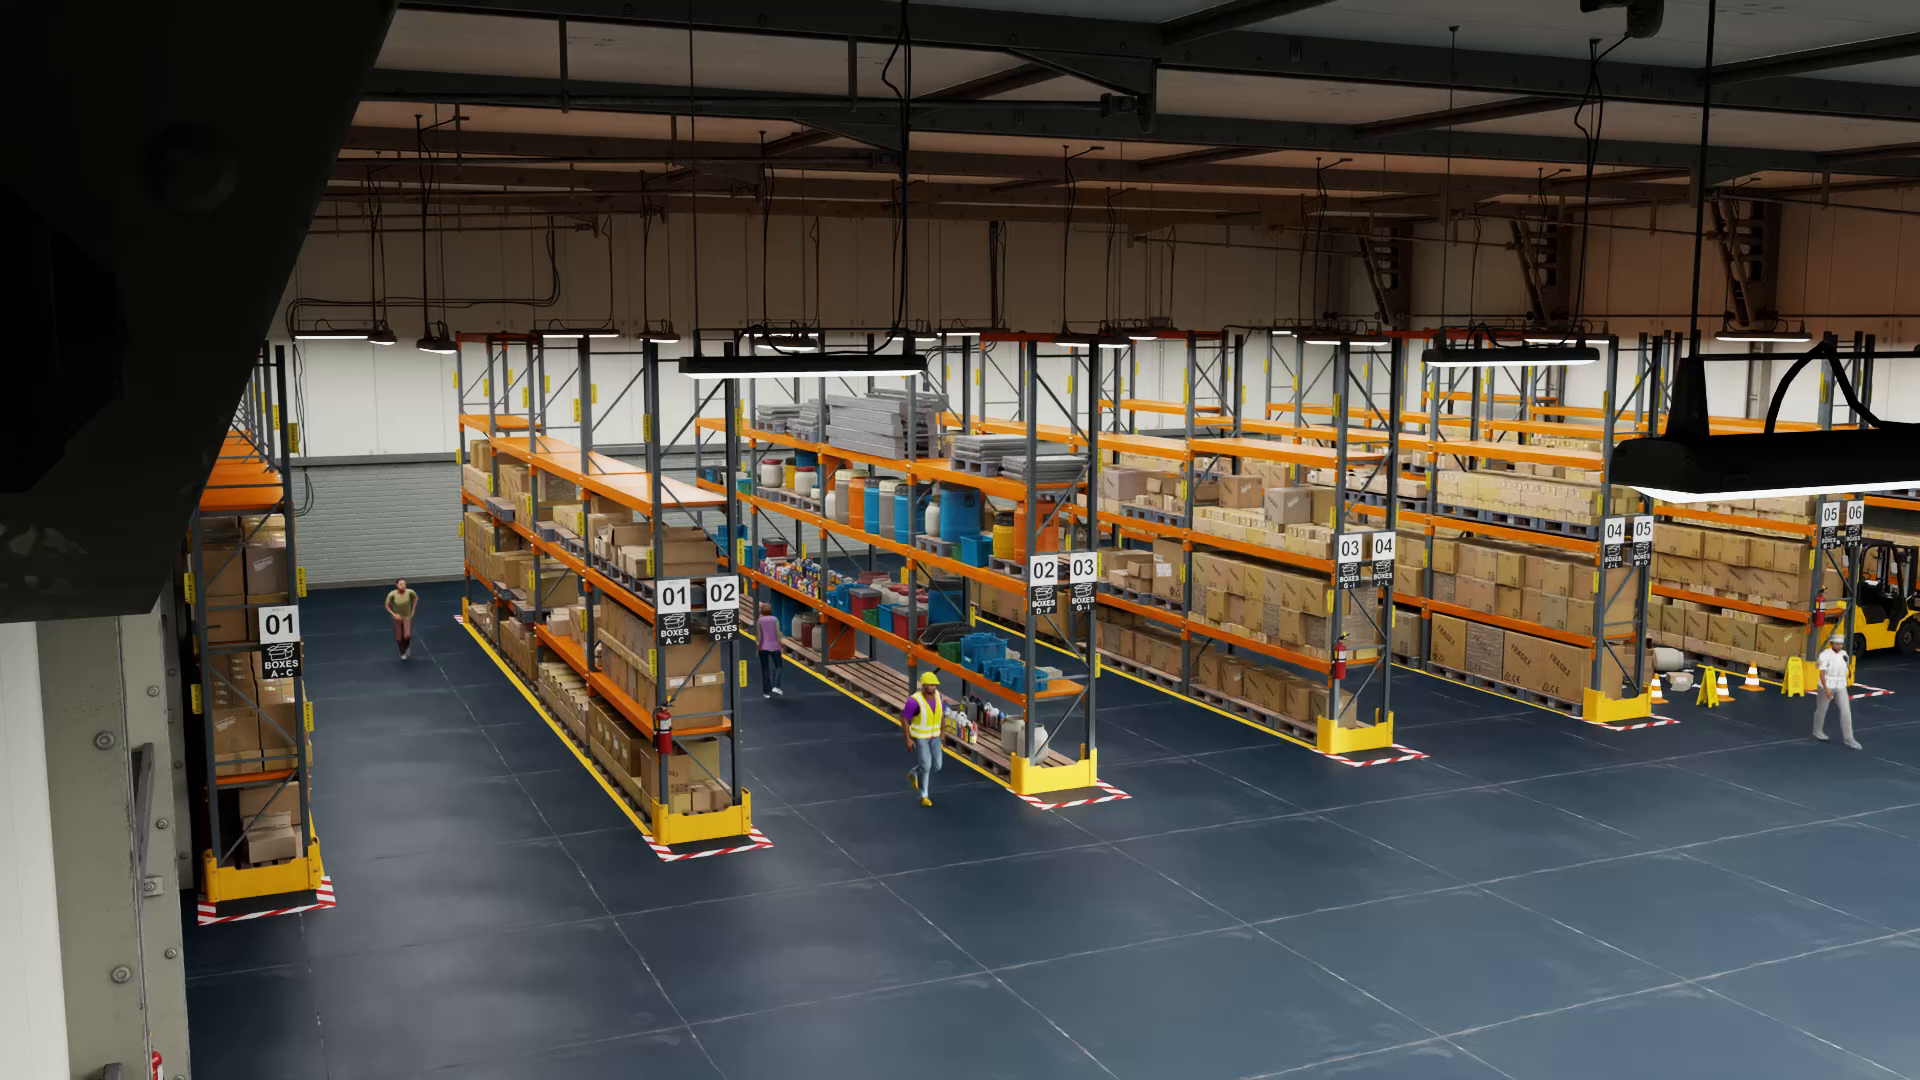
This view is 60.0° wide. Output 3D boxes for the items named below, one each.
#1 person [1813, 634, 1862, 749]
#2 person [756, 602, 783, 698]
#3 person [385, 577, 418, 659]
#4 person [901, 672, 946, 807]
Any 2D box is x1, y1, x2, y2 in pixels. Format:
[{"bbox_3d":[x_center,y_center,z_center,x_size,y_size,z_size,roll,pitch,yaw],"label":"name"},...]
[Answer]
[{"bbox_3d":[12.942,2.193,24.554,0.493,1.645,0.882,1,8,4],"label":"person"},{"bbox_3d":[-3.169,1.837,27.574,0.449,1.598,0.445,0,8,0],"label":"person"},{"bbox_3d":[-10.251,1.439,30.567,0.569,1.579,0.691,-2,8,-16],"label":"person"},{"bbox_3d":[-0.489,2.560,21.702,0.659,1.742,0.612,-6,10,-40],"label":"person"}]
